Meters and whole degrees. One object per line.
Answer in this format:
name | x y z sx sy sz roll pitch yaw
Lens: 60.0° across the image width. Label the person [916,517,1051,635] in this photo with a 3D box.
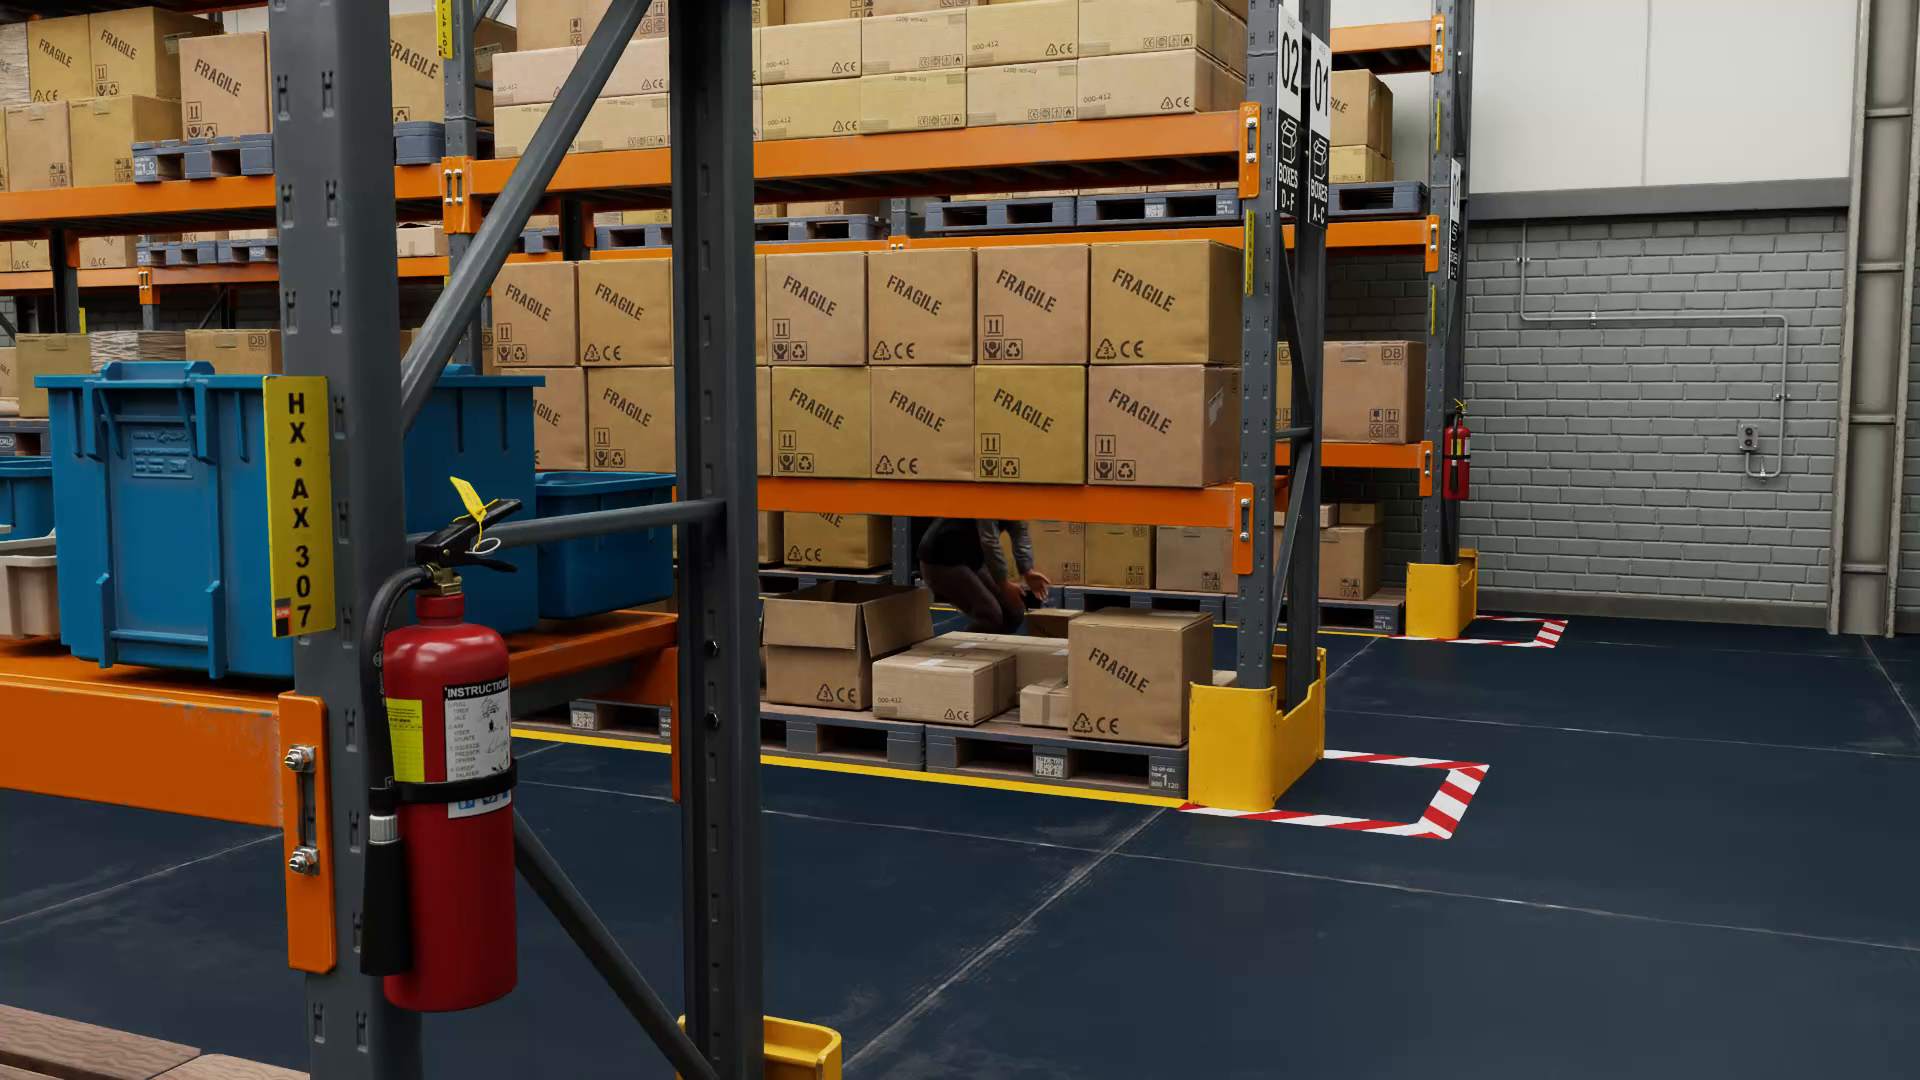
person | 0.148 0.162 9.449 0.740 1.348 0.591 2 6 24
